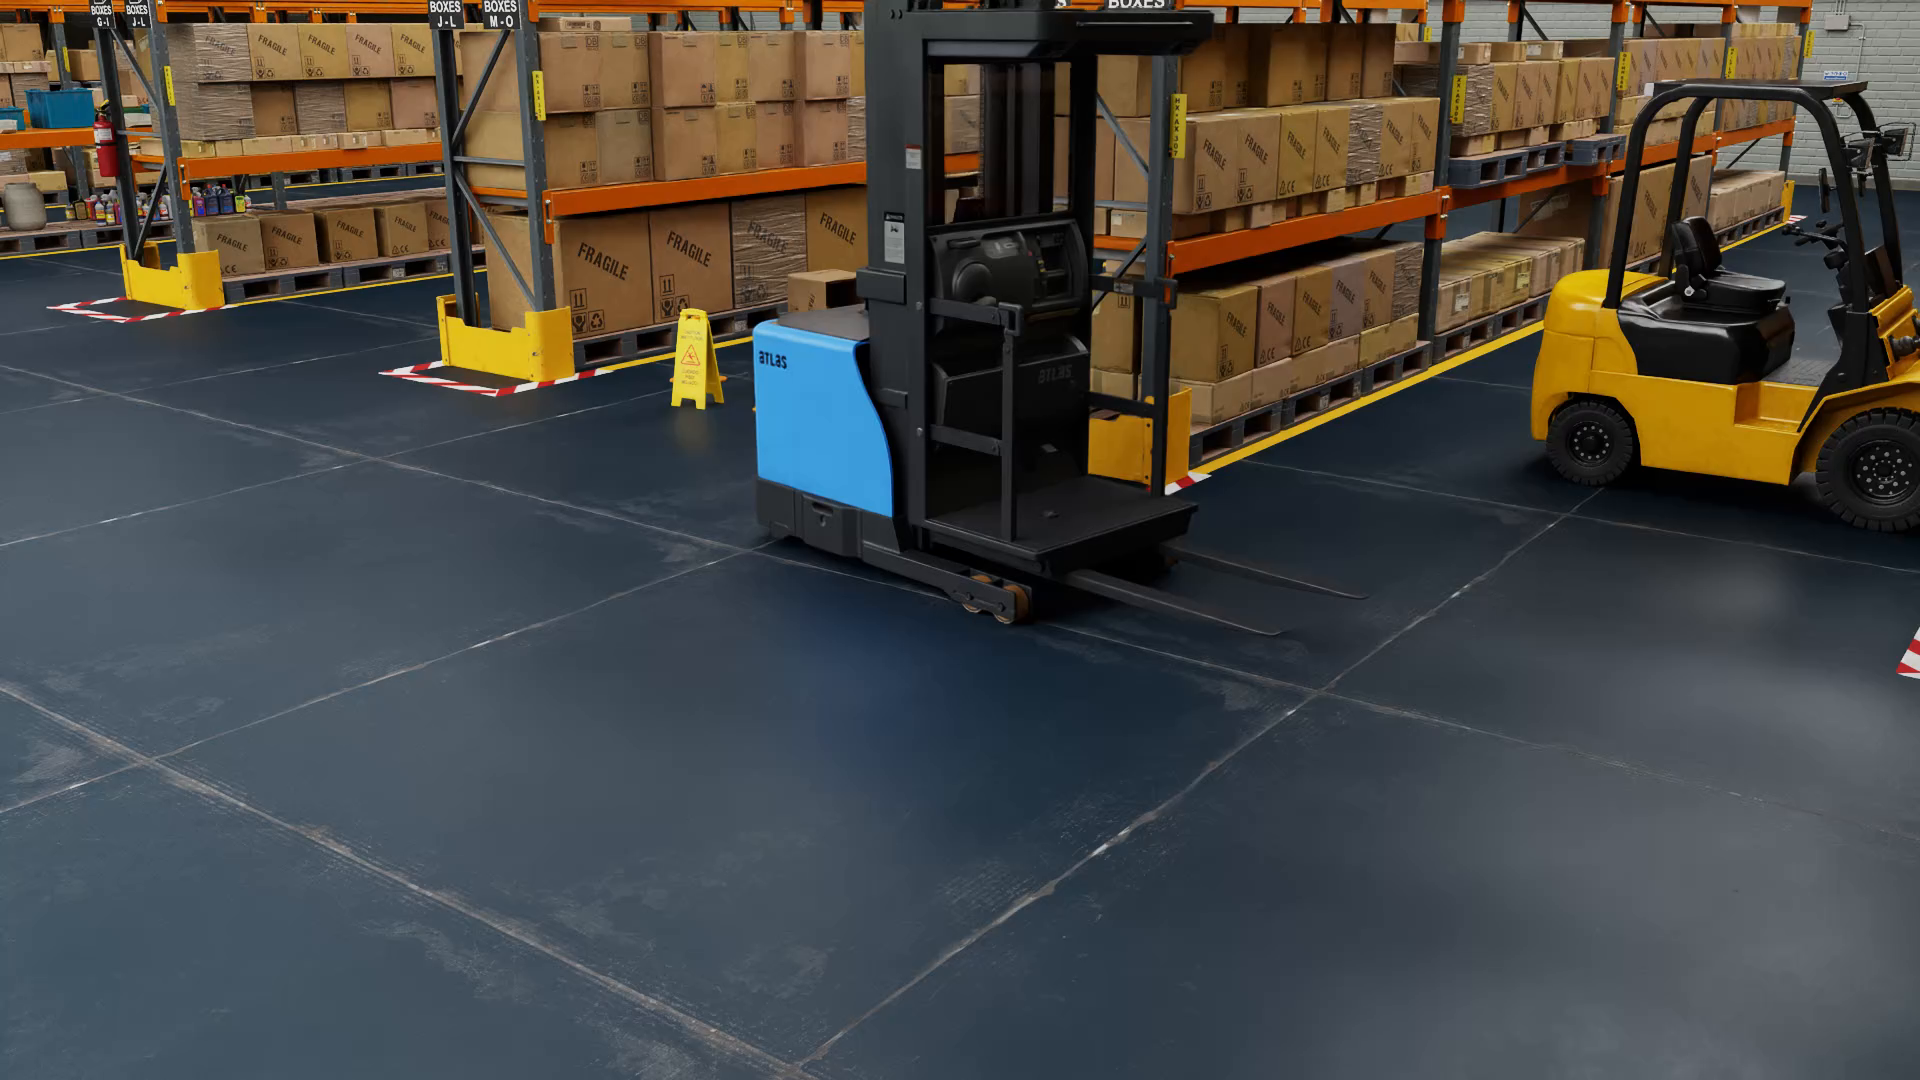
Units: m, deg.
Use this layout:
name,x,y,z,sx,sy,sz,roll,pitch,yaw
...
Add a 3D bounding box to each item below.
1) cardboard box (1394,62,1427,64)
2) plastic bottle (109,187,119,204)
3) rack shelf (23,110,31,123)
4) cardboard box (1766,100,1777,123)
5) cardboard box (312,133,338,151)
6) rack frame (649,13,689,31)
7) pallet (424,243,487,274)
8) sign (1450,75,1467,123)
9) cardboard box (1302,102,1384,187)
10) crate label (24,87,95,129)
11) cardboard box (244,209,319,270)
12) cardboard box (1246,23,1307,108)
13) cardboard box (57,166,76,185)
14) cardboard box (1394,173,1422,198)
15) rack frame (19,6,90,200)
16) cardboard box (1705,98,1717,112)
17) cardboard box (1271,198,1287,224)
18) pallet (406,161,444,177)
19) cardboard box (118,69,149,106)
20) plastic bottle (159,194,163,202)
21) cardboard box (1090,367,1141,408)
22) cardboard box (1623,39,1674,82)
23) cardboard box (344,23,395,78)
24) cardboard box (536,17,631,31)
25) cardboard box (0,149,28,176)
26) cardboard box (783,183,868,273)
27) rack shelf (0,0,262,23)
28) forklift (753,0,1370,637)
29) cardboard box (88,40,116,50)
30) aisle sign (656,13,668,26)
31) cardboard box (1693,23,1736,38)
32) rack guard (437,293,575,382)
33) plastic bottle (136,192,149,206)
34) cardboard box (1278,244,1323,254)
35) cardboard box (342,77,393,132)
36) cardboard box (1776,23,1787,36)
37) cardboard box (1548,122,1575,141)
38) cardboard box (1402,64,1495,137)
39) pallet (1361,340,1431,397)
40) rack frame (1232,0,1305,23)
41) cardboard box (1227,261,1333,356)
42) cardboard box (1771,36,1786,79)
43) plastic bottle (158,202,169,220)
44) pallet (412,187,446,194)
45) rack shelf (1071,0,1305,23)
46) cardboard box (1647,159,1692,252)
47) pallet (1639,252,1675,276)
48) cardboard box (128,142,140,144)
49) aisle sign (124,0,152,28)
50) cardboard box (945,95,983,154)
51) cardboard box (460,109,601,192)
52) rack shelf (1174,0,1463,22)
name,x,y,z,sx,sy,sz,roll,pitch,yaw
cardboard box,3.470,-3.462,12.957,0.500,0.500,0.500,13,21,35
plastic bottle,-10.142,-4.065,20.001,0.144,0.351,0.185,13,22,37
rack shelf,-14.019,-5.486,22.064,1.077,0.370,4.000,12,21,35
cardboard box,9.551,-5.306,20.104,0.500,0.500,0.500,13,22,36
cardboard box,-6.156,-3.806,15.866,0.380,0.149,0.250,12,21,35
rack frame,-5.677,-9.164,32.695,1.000,3.000,0.127,12,21,35
pallet,-5.245,-3.056,17.730,1.003,0.211,1.213,12,21,35
sign,3.525,-3.122,11.781,0.100,0.325,0.005,12,21,35
cardboard box,2.413,-2.595,10.872,0.500,0.500,0.500,13,22,36
crate label,-10.355,-4.980,19.162,0.502,0.435,0.616,12,21,35
cardboard box,-6.543,-2.903,16.039,0.500,0.500,0.500,-13,22,-36
cardboard box,1.768,-3.031,10.590,0.700,0.500,0.500,12,21,34
cardboard box,-12.813,-5.343,24.320,0.500,0.250,0.500,12,21,34
cardboard box,2.995,-2.492,11.634,0.380,0.149,0.250,13,21,36
rack frame,-12.827,-6.306,23.491,1.000,3.000,0.127,12,21,35
cardboard box,7.784,-4.728,17.820,0.500,0.250,0.500,12,21,35
cardboard box,1.748,-2.006,10.069,0.380,0.149,0.250,13,22,36
pallet,-9.241,-6.387,28.456,1.003,0.211,1.213,12,21,35
cardboard box,-12.043,-6.659,24.460,0.500,0.500,0.500,14,22,39
plastic bottle,-9.496,-3.996,19.892,0.061,0.283,0.133,12,21,35
cardboard box,0.982,-0.984,10.281,0.500,0.250,0.500,12,21,34
cardboard box,6.567,-4.596,16.130,0.500,0.500,0.500,13,22,36
cardboard box,-5.817,-4.709,15.994,0.500,0.500,0.500,12,21,35
cardboard box,-4.288,-5.206,18.230,1.000,1.000,1.000,13,21,35
cardboard box,-13.235,-5.285,22.869,0.500,0.500,0.500,12,21,35
cardboard box,-1.381,-2.702,14.762,0.875,0.875,0.875,13,21,36
rack shelf,-10.043,-6.042,18.798,1.077,0.370,4.000,12,21,35
forklift,0.374,-1.213,7.209,1.130,2.935,3.031,-16,23,-42
cardboard box,-14.786,-8.534,28.662,0.380,0.149,0.250,9,19,26
aisle sign,-5.872,-10.473,32.529,0.394,0.787,0.004,12,21,35
cardboard box,8.248,-5.573,18.183,0.380,0.149,0.250,12,21,34
rack guard,-3.348,-1.502,12.236,1.175,0.500,0.348,12,21,35
plastic bottle,-9.897,-4.053,20.090,0.152,0.276,0.135,12,21,35
cardboard box,2.207,-1.826,11.730,0.500,0.500,0.500,13,22,37
cardboard box,-6.066,-4.286,16.318,0.875,0.500,0.500,12,21,35
cardboard box,9.781,-6.182,20.144,0.380,0.149,0.250,13,21,36
cardboard box,4.937,-3.446,13.997,0.380,0.149,0.250,13,21,36
cardboard box,3.595,-3.254,12.287,0.500,0.500,0.500,13,22,36
pallet,2.713,-1.305,12.091,1.003,0.211,1.213,12,21,35
rack frame,3.816,-5.559,21.087,1.000,3.000,0.127,12,21,35
cardboard box,2.032,-1.488,10.642,0.500,0.500,0.500,13,21,36
cardboard box,9.554,-5.783,19.953,0.500,0.500,0.500,12,21,34
plastic bottle,-9.459,-3.905,19.738,0.097,0.201,0.097,0,17,0
pallet,-6.961,-4.873,23.579,1.003,0.211,1.213,12,21,35
rack shelf,2.625,-6.172,19.215,1.077,0.370,4.000,12,21,35
cardboard box,7.015,-3.516,17.383,0.875,0.875,0.875,13,22,36
pallet,6.726,-2.888,17.187,1.003,0.211,1.213,12,21,35
cardboard box,-12.212,-5.851,25.011,0.500,0.311,0.500,12,21,35
aisle sign,-7.053,-4.775,14.180,0.394,0.787,0.004,12,21,35
cardboard box,-0.121,-3.900,15.575,0.500,0.500,0.500,13,21,35
cardboard box,-3.149,-2.869,12.172,0.875,0.550,0.550,12,21,35
rack shelf,1.893,-3.416,10.340,1.077,0.370,4.000,12,21,35
